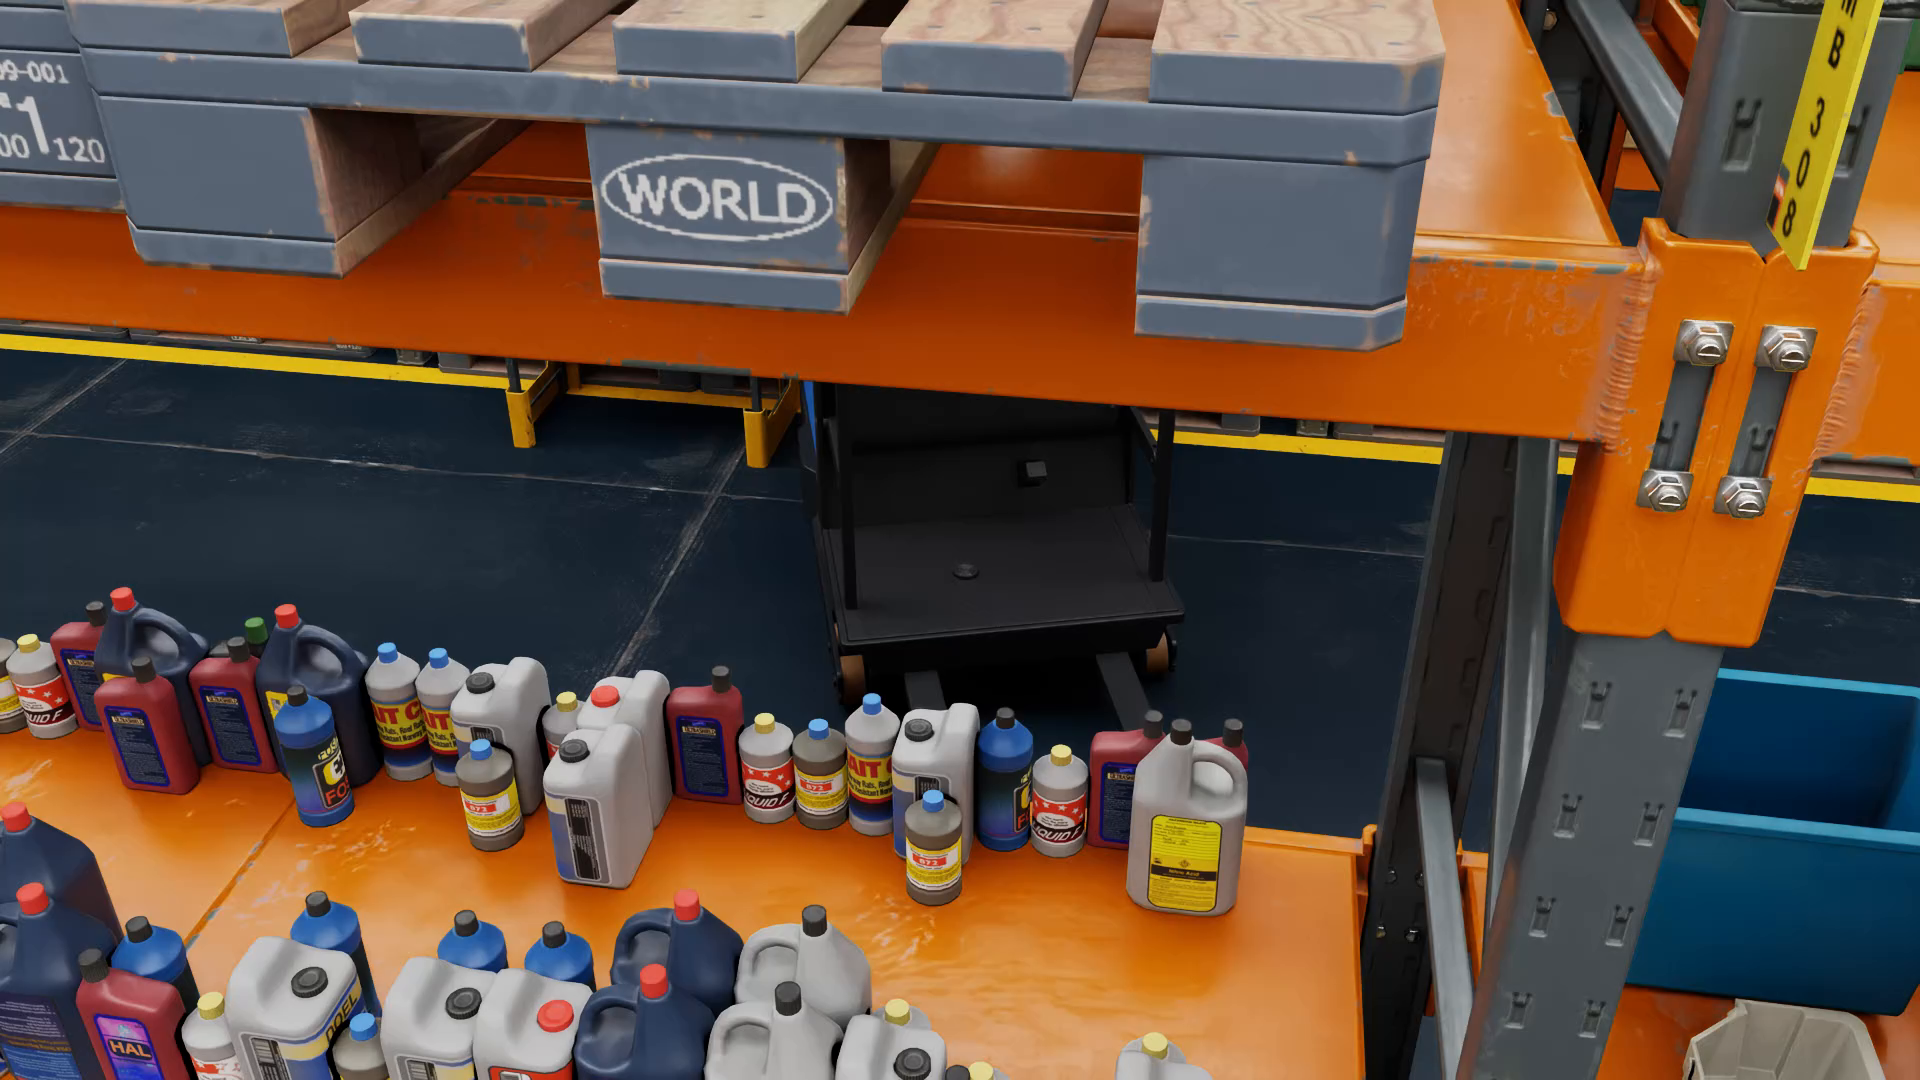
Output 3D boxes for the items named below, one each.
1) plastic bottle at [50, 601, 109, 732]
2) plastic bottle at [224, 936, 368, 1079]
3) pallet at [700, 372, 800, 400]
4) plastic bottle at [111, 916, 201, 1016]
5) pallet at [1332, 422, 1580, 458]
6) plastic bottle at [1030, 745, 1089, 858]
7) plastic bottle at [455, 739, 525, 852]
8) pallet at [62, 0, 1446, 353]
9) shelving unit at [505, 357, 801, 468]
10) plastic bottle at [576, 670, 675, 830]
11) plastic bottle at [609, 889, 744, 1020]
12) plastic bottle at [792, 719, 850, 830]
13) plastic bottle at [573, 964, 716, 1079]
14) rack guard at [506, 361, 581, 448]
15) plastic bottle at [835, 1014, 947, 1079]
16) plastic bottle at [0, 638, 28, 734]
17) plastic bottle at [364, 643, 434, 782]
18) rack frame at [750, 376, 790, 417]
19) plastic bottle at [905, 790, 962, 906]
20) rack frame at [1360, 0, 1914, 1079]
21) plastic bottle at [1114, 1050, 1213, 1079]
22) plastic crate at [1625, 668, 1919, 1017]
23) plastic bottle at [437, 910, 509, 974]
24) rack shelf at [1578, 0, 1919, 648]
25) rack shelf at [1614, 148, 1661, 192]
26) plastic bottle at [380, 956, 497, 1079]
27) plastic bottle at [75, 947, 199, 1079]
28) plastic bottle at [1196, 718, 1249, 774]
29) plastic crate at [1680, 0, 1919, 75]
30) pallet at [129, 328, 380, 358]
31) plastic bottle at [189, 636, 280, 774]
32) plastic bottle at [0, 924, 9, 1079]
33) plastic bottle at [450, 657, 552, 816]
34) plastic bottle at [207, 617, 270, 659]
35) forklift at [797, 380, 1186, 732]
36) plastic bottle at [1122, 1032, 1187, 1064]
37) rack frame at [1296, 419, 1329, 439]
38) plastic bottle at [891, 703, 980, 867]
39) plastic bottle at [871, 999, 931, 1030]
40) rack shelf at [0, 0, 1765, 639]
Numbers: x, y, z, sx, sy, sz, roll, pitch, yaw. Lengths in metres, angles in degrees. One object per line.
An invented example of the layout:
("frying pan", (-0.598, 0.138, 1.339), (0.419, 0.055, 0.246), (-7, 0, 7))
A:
("plastic bottle", (-1.635, 0.238, 3.153), (0.133, 0.283, 0.061), (5, 32, 8))
("plastic bottle", (-0.950, 0.707, 2.411), (0.135, 0.276, 0.152), (5, 32, 8))
("pallet", (-0.466, -0.938, 7.550), (1.213, 0.211, 1.003), (5, 32, 8))
("plastic bottle", (-1.190, 0.669, 2.476), (0.097, 0.271, 0.097), (0, 32, 0))
("pallet", (2.225, -0.716, 7.195), (1.213, 0.211, 1.003), (5, 32, 8))
("plastic bottle", (0.173, 0.446, 2.897), (0.097, 0.201, 0.097), (0, 32, 0))
("plastic bottle", (-0.825, 0.438, 2.911), (0.097, 0.201, 0.097), (0, 32, 0))
("pallet", (-0.078, -0.580, 1.700), (1.003, 0.211, 1.213), (5, 32, 8))
("shelving unit", (-1.266, -1.125, 6.634), (1.083, 1.500, 0.587), (5, 32, 8))
("plastic bottle", (-0.594, 0.360, 2.965), (0.135, 0.276, 0.152), (5, 32, 8))
("plastic bottle", (-0.408, 0.649, 2.433), (0.185, 0.351, 0.144), (5, 32, 8))
("plastic bottle", (-0.247, 0.408, 2.958), (0.097, 0.201, 0.097), (0, 32, 0))
("plastic bottle", (-0.432, 0.724, 2.313), (0.185, 0.351, 0.144), (5, 32, 8))
("rack guard", (-1.757, -0.640, 7.036), (0.087, 0.250, 0.587), (5, 32, 8))
("plastic bottle", (-0.092, 0.784, 2.287), (0.135, 0.276, 0.152), (5, 32, 8))
("plastic bottle", (-1.847, 0.263, 3.189), (0.097, 0.201, 0.097), (0, 32, 0))
("plastic bottle", (-1.028, 0.308, 3.052), (0.097, 0.271, 0.097), (0, 32, 0))
("rack frame", (-0.773, -1.081, 6.563), (0.032, 1.500, 0.500), (5, 32, 8))
("plastic bottle", (-0.044, 0.508, 2.798), (0.097, 0.201, 0.097), (0, 32, 0))
("rack frame", (0.711, 0.631, 2.415), (0.127, 3.000, 1.000), (5, 32, 8))
("plastic bottle", (0.268, 0.817, 2.234), (0.135, 0.276, 0.152), (5, 32, 8))
("plastic crate", (1.229, 0.475, 2.622), (0.575, 0.384, 0.392), (5, 32, 8))
("plastic bottle", (-0.719, 0.662, 2.486), (0.097, 0.271, 0.097), (0, 32, 0))
("rack shelf", (2.683, -0.157, 1.525), (4.000, 0.370, 1.077), (5, 32, 8))
("rack shelf", (3.520, -1.476, 6.459), (4.000, 0.370, 1.077), (5, 32, 8))
("plastic bottle", (-0.722, 0.727, 2.378), (0.135, 0.276, 0.152), (5, 32, 8))
("plastic bottle", (-1.186, 0.707, 2.404), (0.133, 0.283, 0.061), (5, 32, 8))
("plastic bottle", (0.422, 0.424, 2.855), (0.133, 0.283, 0.061), (5, 32, 8))
("plastic crate", (1.180, -0.671, 1.868), (0.662, 0.188, 0.450), (5, 32, 8))
("pallet", (-3.200, -1.229, 8.014), (1.213, 0.211, 1.003), (5, 32, 8))
("plastic bottle", (-1.331, 0.298, 3.056), (0.133, 0.283, 0.061), (5, 32, 8))
("plastic bottle", (-1.493, 0.658, 2.489), (0.135, 0.276, 0.152), (5, 32, 8))
("plastic bottle", (-0.822, 0.339, 2.998), (0.135, 0.276, 0.152), (5, 32, 8))
("plastic bottle", (-1.321, 0.266, 3.107), (0.133, 0.283, 0.061), (5, 32, 8))
("forklift", (0.100, -0.913, 4.946), (1.130, 2.935, 3.031), (-5, 32, -8))
("plastic bottle", (0.271, 0.782, 2.361), (0.097, 0.201, 0.097), (0, 32, 0))
("rack frame", (1.548, -1.960, 6.554), (0.127, 3.000, 1.000), (5, 32, 8))
("plastic bottle", (-0.042, 0.410, 2.885), (0.135, 0.276, 0.152), (5, 32, 8))
("plastic bottle", (-0.089, 0.749, 2.413), (0.097, 0.201, 0.097), (0, 32, 0))
("rack shelf", (-1.260, -0.515, 2.096), (4.000, 0.370, 1.077), (5, 32, 8))
